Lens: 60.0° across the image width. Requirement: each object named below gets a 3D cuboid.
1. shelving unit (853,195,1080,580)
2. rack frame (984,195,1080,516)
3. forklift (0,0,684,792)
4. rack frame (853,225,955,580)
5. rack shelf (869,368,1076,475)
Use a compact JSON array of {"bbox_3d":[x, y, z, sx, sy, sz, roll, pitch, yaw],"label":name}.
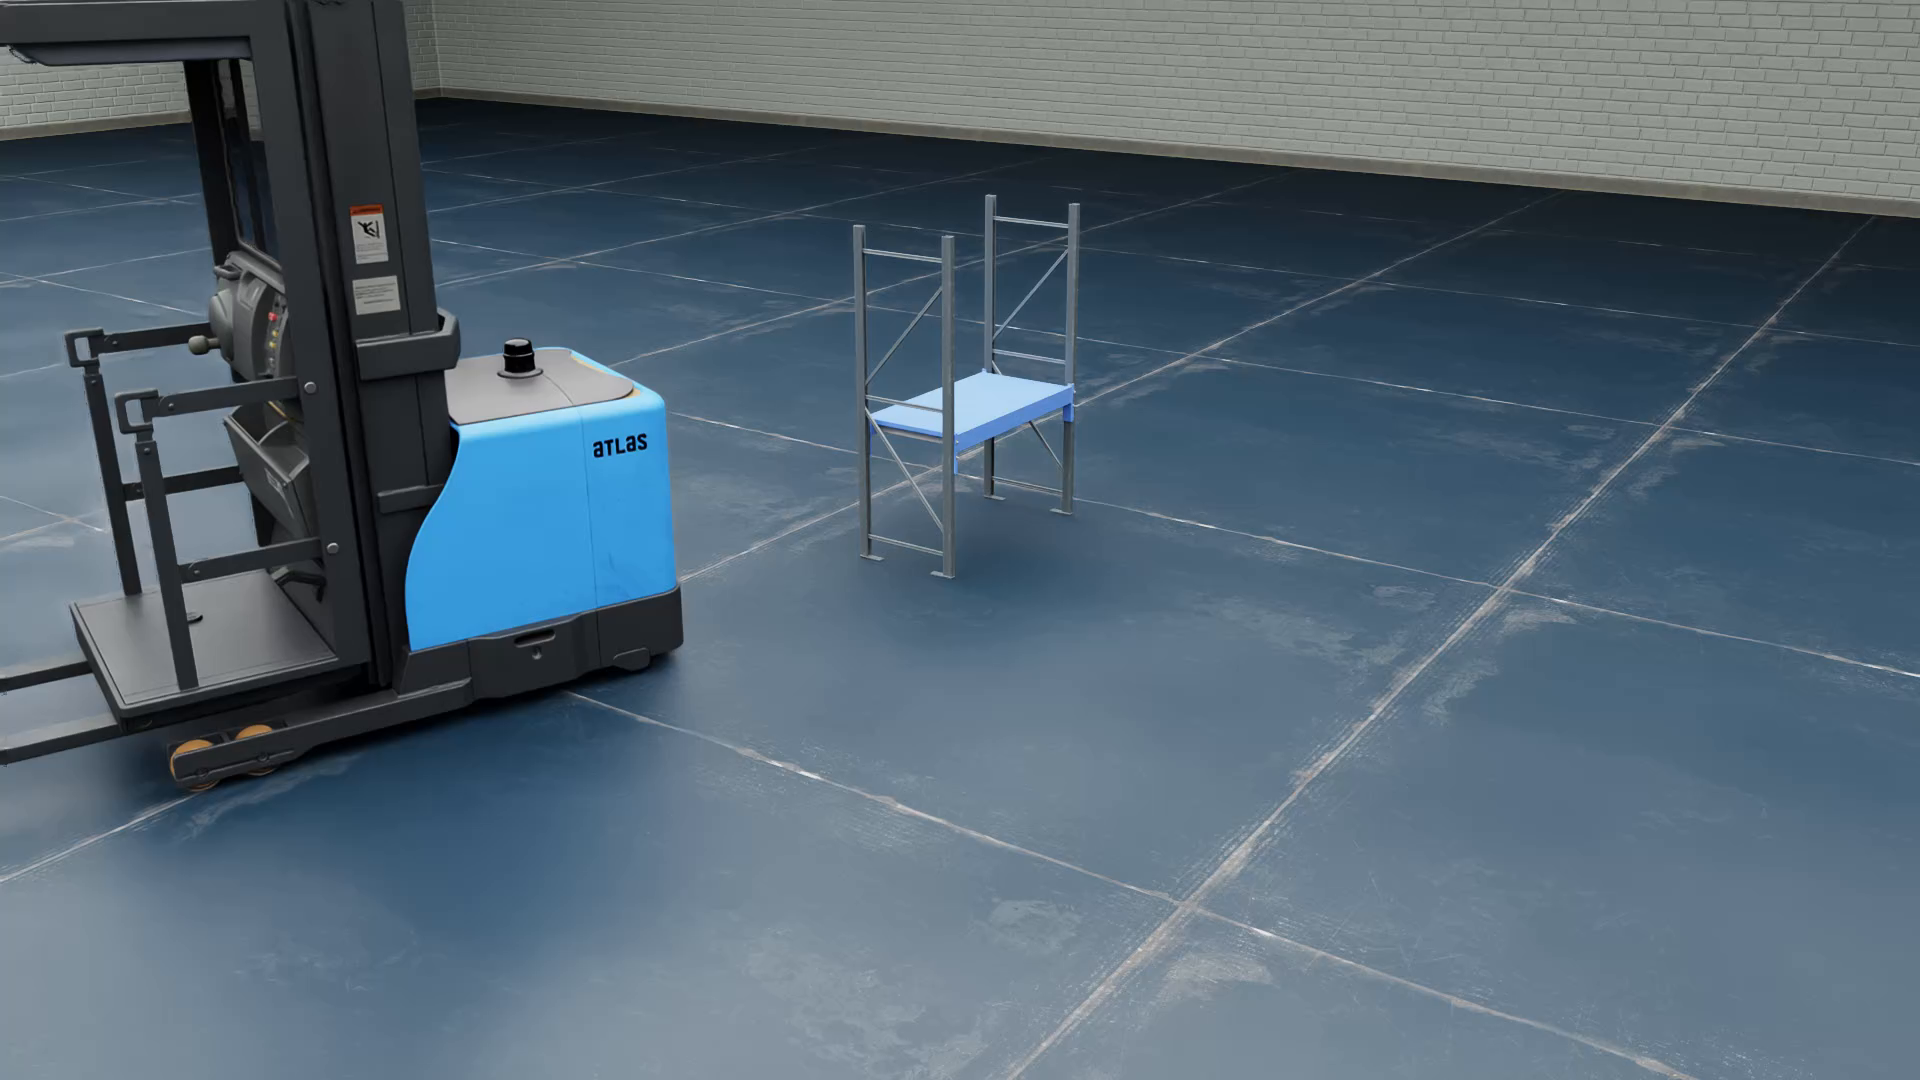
[{"bbox_3d":[0.048,-0.728,7.571,0.538,1.500,1.048,13,24,32],"label":"shelving unit"},{"bbox_3d":[0.334,-0.874,7.965,0.500,1.500,0.032,13,24,32],"label":"rack frame"},{"bbox_3d":[-2.580,-0.749,5.566,3.031,2.935,1.130,-13,24,-32],"label":"forklift"},{"bbox_3d":[-0.238,-0.582,7.177,0.500,1.500,0.032,13,24,32],"label":"rack frame"},{"bbox_3d":[0.048,-0.559,7.633,0.538,0.185,1.000,13,24,32],"label":"rack shelf"}]
